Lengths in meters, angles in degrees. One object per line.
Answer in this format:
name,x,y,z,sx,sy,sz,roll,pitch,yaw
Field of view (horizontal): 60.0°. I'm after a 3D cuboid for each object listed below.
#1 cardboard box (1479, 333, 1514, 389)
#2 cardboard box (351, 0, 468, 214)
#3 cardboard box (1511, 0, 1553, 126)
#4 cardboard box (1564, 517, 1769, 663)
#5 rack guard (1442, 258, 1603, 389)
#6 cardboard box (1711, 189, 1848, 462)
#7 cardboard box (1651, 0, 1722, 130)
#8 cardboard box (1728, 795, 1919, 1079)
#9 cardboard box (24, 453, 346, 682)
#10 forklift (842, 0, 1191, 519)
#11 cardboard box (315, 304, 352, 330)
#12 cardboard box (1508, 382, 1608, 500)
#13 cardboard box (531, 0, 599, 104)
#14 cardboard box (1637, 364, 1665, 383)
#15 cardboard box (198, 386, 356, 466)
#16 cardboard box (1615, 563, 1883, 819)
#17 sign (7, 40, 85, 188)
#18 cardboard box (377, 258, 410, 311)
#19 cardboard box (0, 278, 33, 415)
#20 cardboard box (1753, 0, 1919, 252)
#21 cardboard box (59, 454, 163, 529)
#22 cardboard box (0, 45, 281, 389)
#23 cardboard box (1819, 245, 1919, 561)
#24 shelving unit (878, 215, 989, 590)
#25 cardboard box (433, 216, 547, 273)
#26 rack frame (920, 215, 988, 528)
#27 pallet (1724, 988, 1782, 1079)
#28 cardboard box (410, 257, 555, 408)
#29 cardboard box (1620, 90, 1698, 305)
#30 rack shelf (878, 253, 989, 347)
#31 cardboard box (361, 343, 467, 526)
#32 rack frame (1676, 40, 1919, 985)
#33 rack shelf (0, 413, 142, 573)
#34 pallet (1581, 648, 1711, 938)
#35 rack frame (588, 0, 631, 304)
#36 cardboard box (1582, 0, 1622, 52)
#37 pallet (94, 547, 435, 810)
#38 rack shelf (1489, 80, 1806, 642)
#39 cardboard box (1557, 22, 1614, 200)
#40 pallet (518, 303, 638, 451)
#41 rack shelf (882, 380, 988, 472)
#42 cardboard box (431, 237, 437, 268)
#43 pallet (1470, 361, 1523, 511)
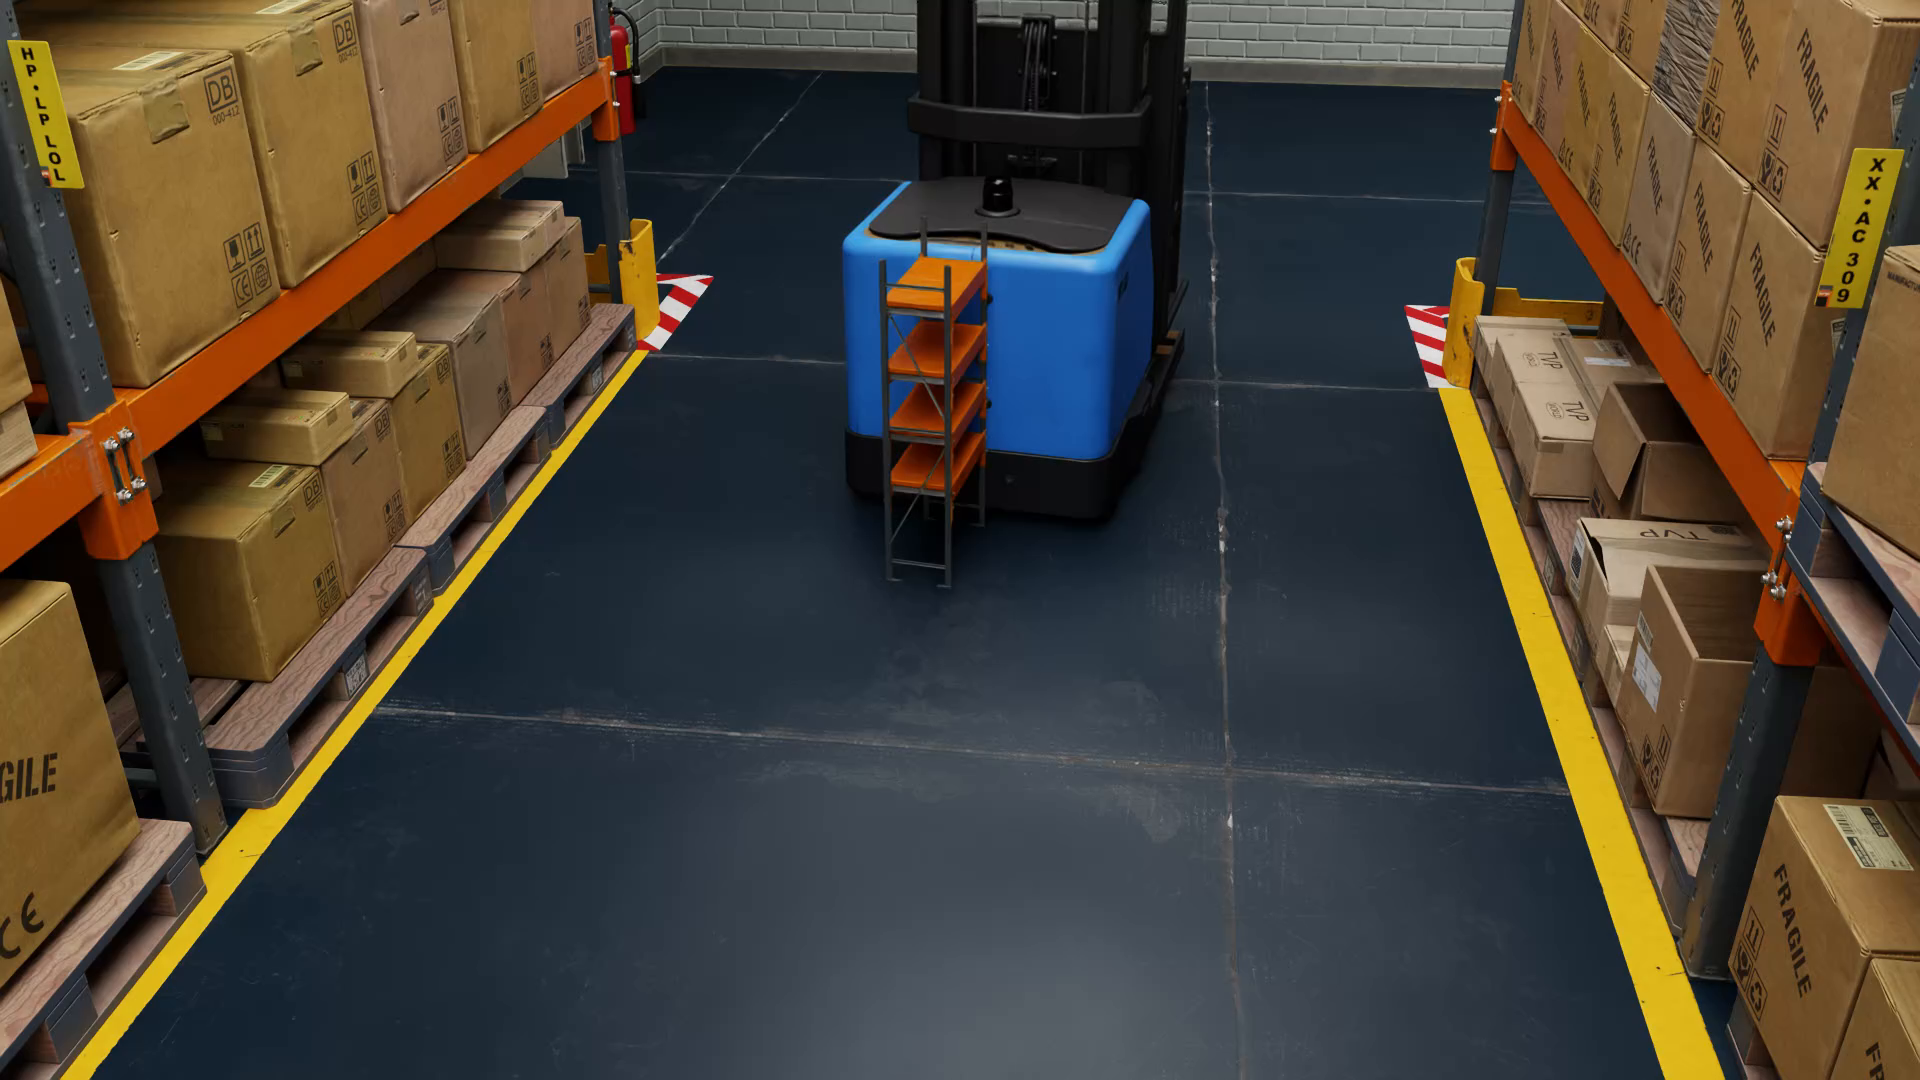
cardboard box,2.406,-0.745,6.994,0.380,0.166,0.250,3,28,6
cardboard box,-2.321,-1.570,5.685,0.980,0.700,0.700,2,28,4
cardboard box,2.513,-1.944,6.590,0.500,0.500,0.500,4,29,7
cardboard box,2.219,0.142,5.196,0.500,0.311,0.500,3,28,6
rack guard,2.820,-0.957,7.500,1.175,0.500,0.348,3,28,6
cardboard box,2.146,-0.505,3.919,0.500,0.500,0.500,4,29,7
cardboard box,2.266,-1.427,4.576,0.500,0.500,0.500,4,29,7
cardboard box,2.038,0.910,3.571,0.500,0.500,0.500,2,28,4
cardboard box,-2.384,0.073,5.145,0.700,0.500,0.500,4,29,7
forklift,0.426,-2.053,6.970,1.130,2.935,3.031,7,29,13
cardboard box,-2.442,-0.769,6.023,0.380,0.149,0.250,3,28,5
cardboard box,2.359,-0.367,6.203,0.500,0.250,0.500,3,28,6
cardboard box,-2.140,-2.271,6.987,0.980,0.700,0.700,5,29,9
cardboard box,2.868,-0.584,6.695,0.380,0.166,0.250,3,28,6
cardboard box,-2.161,-0.363,5.271,0.380,0.149,0.250,4,29,8
cardboard box,2.128,0.411,4.495,0.500,0.500,0.500,3,28,6
sign,-2.038,-0.945,3.704,0.100,0.325,0.005,3,28,6
cardboard box,-2.380,-1.009,6.469,0.380,0.149,0.250,4,29,7
cardboard box,-2.384,-0.449,3.480,0.500,0.500,0.500,3,28,5
cardboard box,2.144,-0.948,3.687,0.500,0.500,0.500,3,29,6
cardboard box,-2.599,-0.156,4.886,0.380,0.149,0.250,3,28,6
cardboard box,-2.495,-0.883,4.411,0.980,0.700,0.700,4,29,7
cardboard box,2.059,-0.230,2.965,0.700,0.500,0.500,-6,29,-11
shelving unit,-0.084,-0.481,5.878,0.258,1.200,0.503,7,29,13
cardboard box,-1.939,-1.223,6.866,0.380,0.149,0.250,4,29,8
rack frame,-0.021,-0.593,6.086,0.240,1.200,0.015,7,29,13
pallet,2.277,1.402,3.425,1.003,0.211,1.213,3,28,6
cardboard box,-2.135,-0.893,6.938,0.700,0.500,0.500,3,28,6
cardboard box,2.268,-0.990,4.819,0.500,0.500,0.500,4,29,7
rack shelf,-0.084,-0.827,5.692,0.258,0.148,0.480,7,29,13
cardboard box,-2.254,-0.405,6.032,0.700,0.500,0.500,4,29,7
rack frame,2.339,-0.211,3.479,1.000,3.000,0.127,3,28,6
rack shelf,-2.823,0.761,2.433,1.077,0.370,4.000,3,28,6
pallet,2.424,0.694,4.740,1.003,0.211,1.213,3,28,6
rack frame,-2.087,-2.380,7.505,1.000,3.000,0.127,3,28,6
cardboard box,2.391,-1.903,5.459,0.500,0.500,0.500,4,29,7
pallet,-2.407,0.377,5.327,1.003,0.211,1.213,3,28,6
rack shelf,2.584,-0.835,5.397,1.077,0.370,4.000,3,28,6
cardboard box,2.391,-1.465,5.701,0.500,0.500,0.500,3,28,6
pallet,-2.108,-0.771,7.459,1.003,0.211,1.213,3,28,6
rack shelf,-0.084,-0.422,5.910,0.258,0.148,0.480,7,29,13
cardboard box,-2.318,-1.246,6.910,0.380,0.149,0.250,3,29,6
pallet,2.723,-0.455,6.872,1.003,0.211,1.213,3,28,6
